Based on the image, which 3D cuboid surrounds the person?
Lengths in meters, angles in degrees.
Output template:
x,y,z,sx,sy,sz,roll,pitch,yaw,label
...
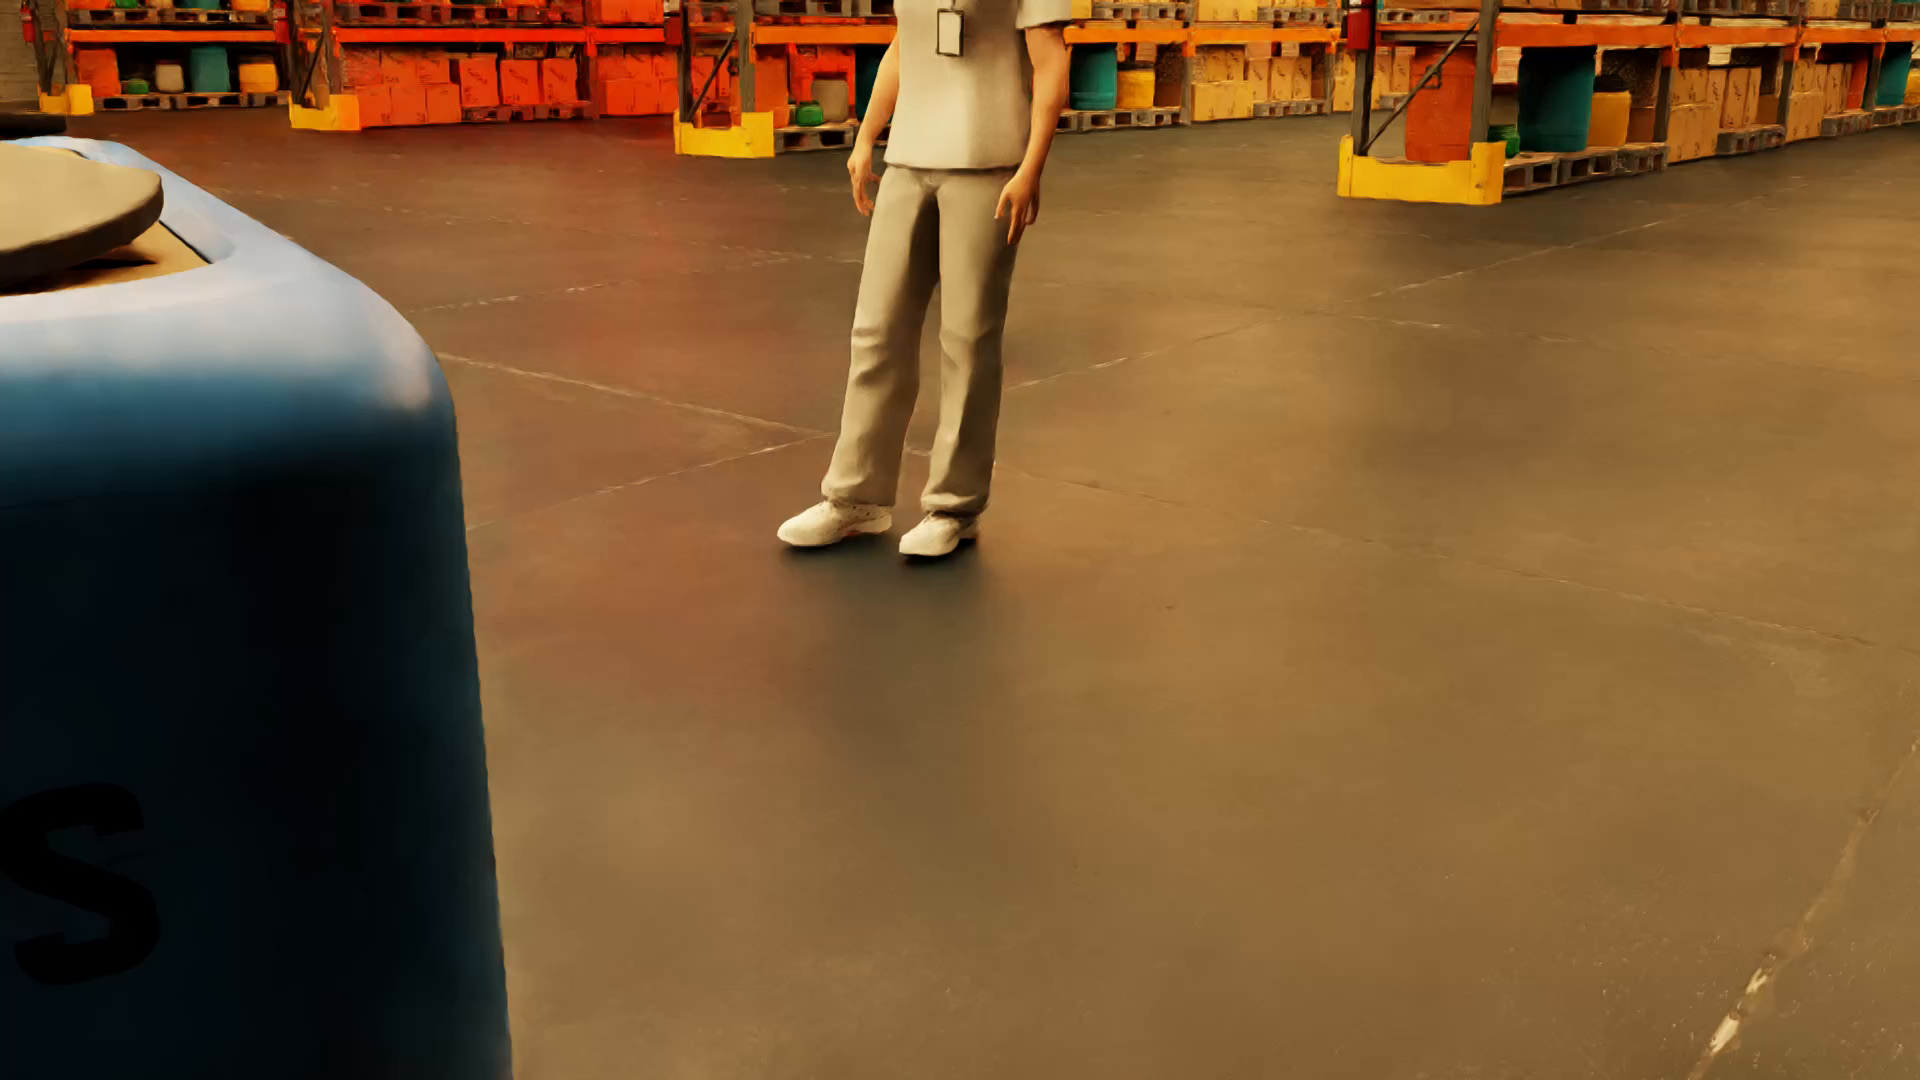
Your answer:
x,y,z,sx,sy,sz,roll,pitch,yaw,label
-0.057,-0.794,3.650,0.550,1.674,0.548,13,21,37,person
